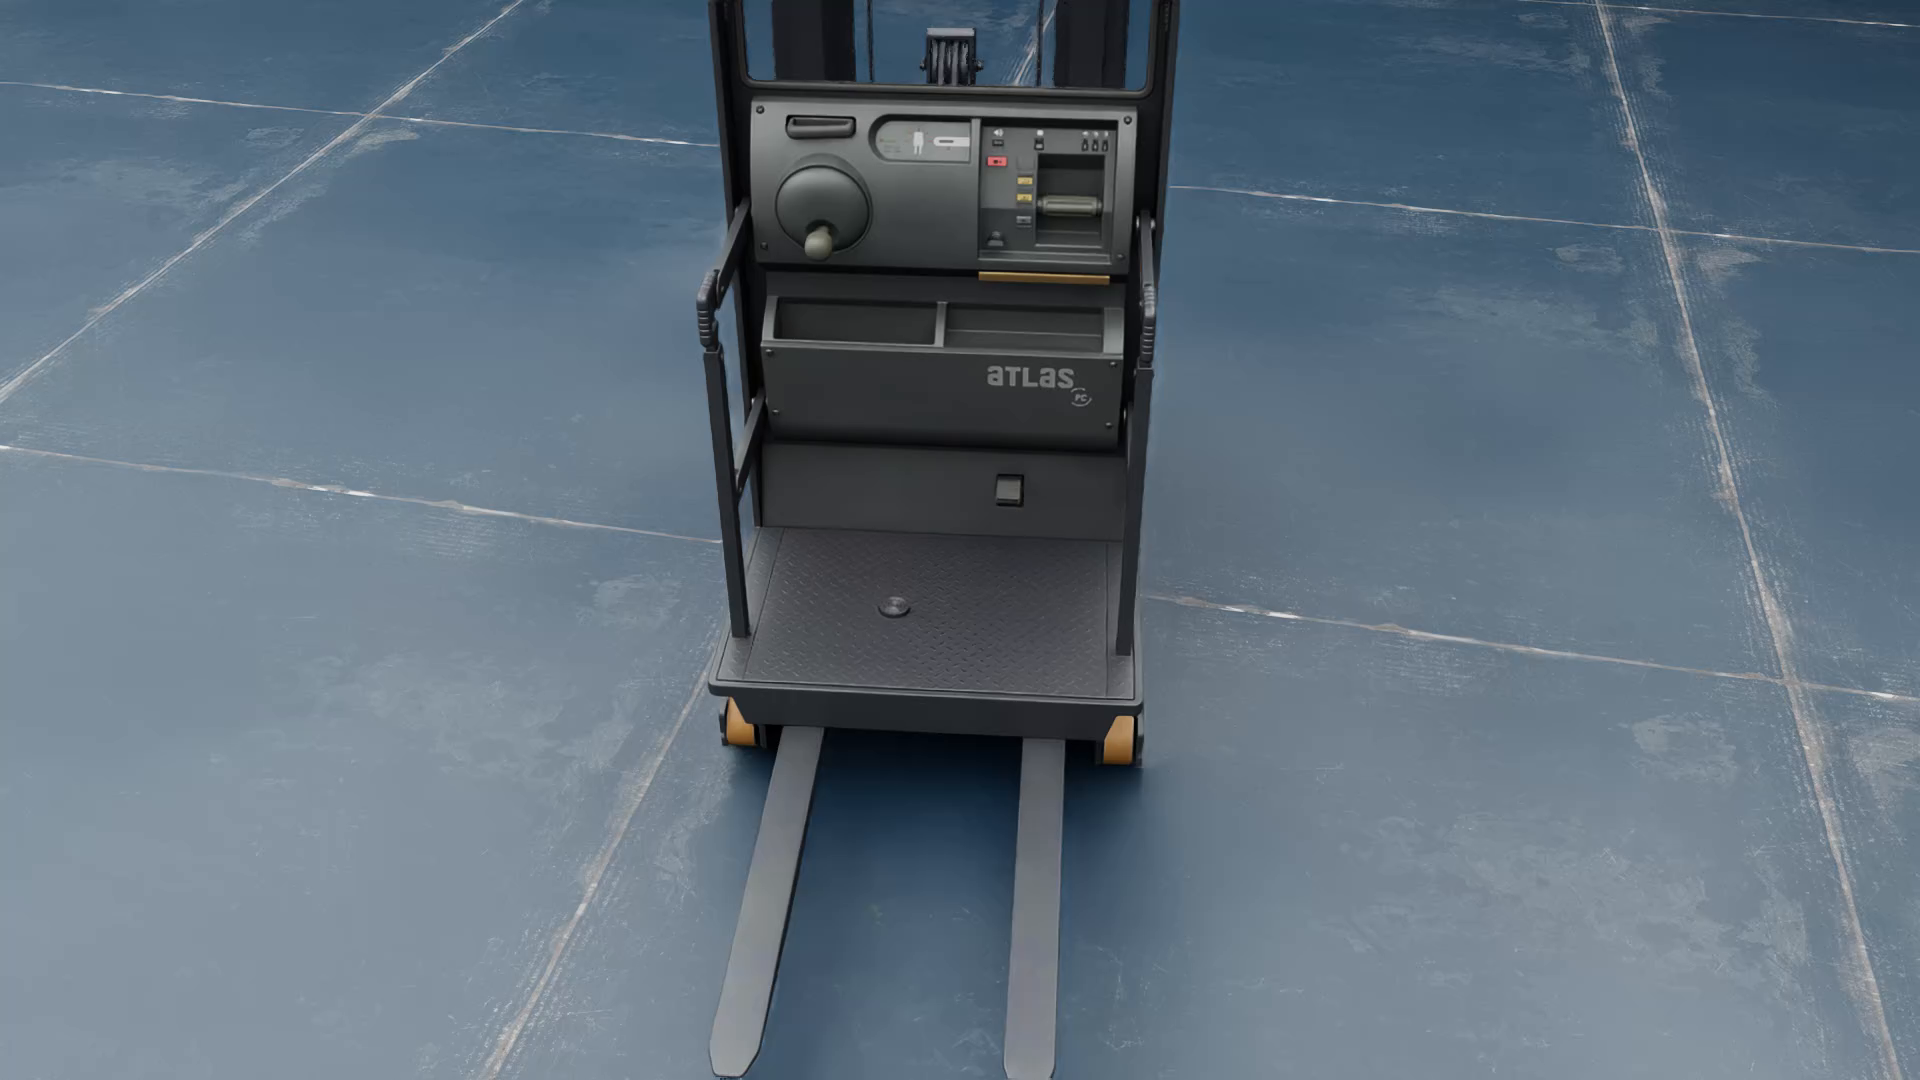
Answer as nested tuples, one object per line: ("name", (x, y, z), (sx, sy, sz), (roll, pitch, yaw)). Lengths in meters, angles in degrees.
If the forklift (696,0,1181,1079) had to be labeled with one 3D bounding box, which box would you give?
("forklift", (-0.056, -0.793, 3.846), (1.130, 2.935, 3.031), (2, 36, 3))
